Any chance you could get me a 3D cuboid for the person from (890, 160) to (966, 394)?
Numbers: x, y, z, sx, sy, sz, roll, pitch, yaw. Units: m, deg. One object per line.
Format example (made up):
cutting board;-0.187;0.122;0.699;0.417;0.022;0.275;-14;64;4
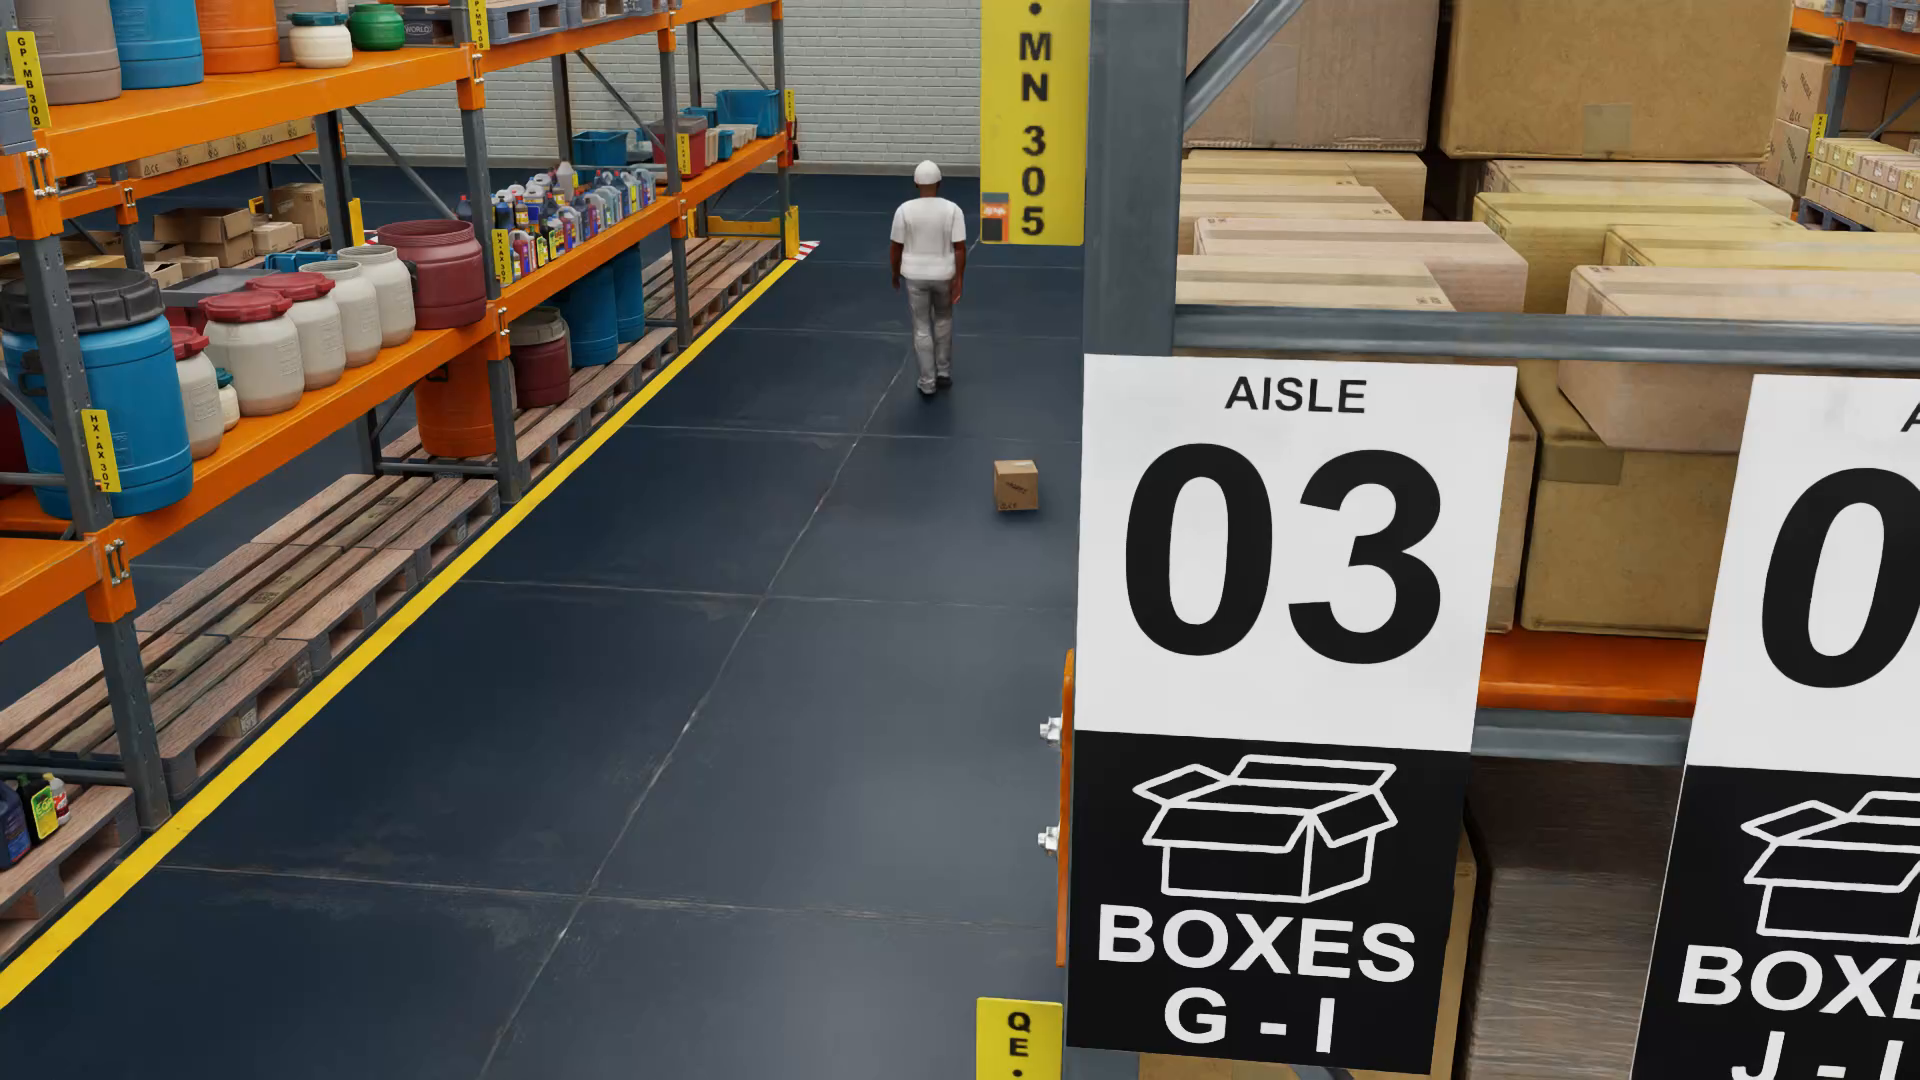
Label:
person;-0.253;-2.005;12.801;0.567;1.829;0.617;-3;21;-7
